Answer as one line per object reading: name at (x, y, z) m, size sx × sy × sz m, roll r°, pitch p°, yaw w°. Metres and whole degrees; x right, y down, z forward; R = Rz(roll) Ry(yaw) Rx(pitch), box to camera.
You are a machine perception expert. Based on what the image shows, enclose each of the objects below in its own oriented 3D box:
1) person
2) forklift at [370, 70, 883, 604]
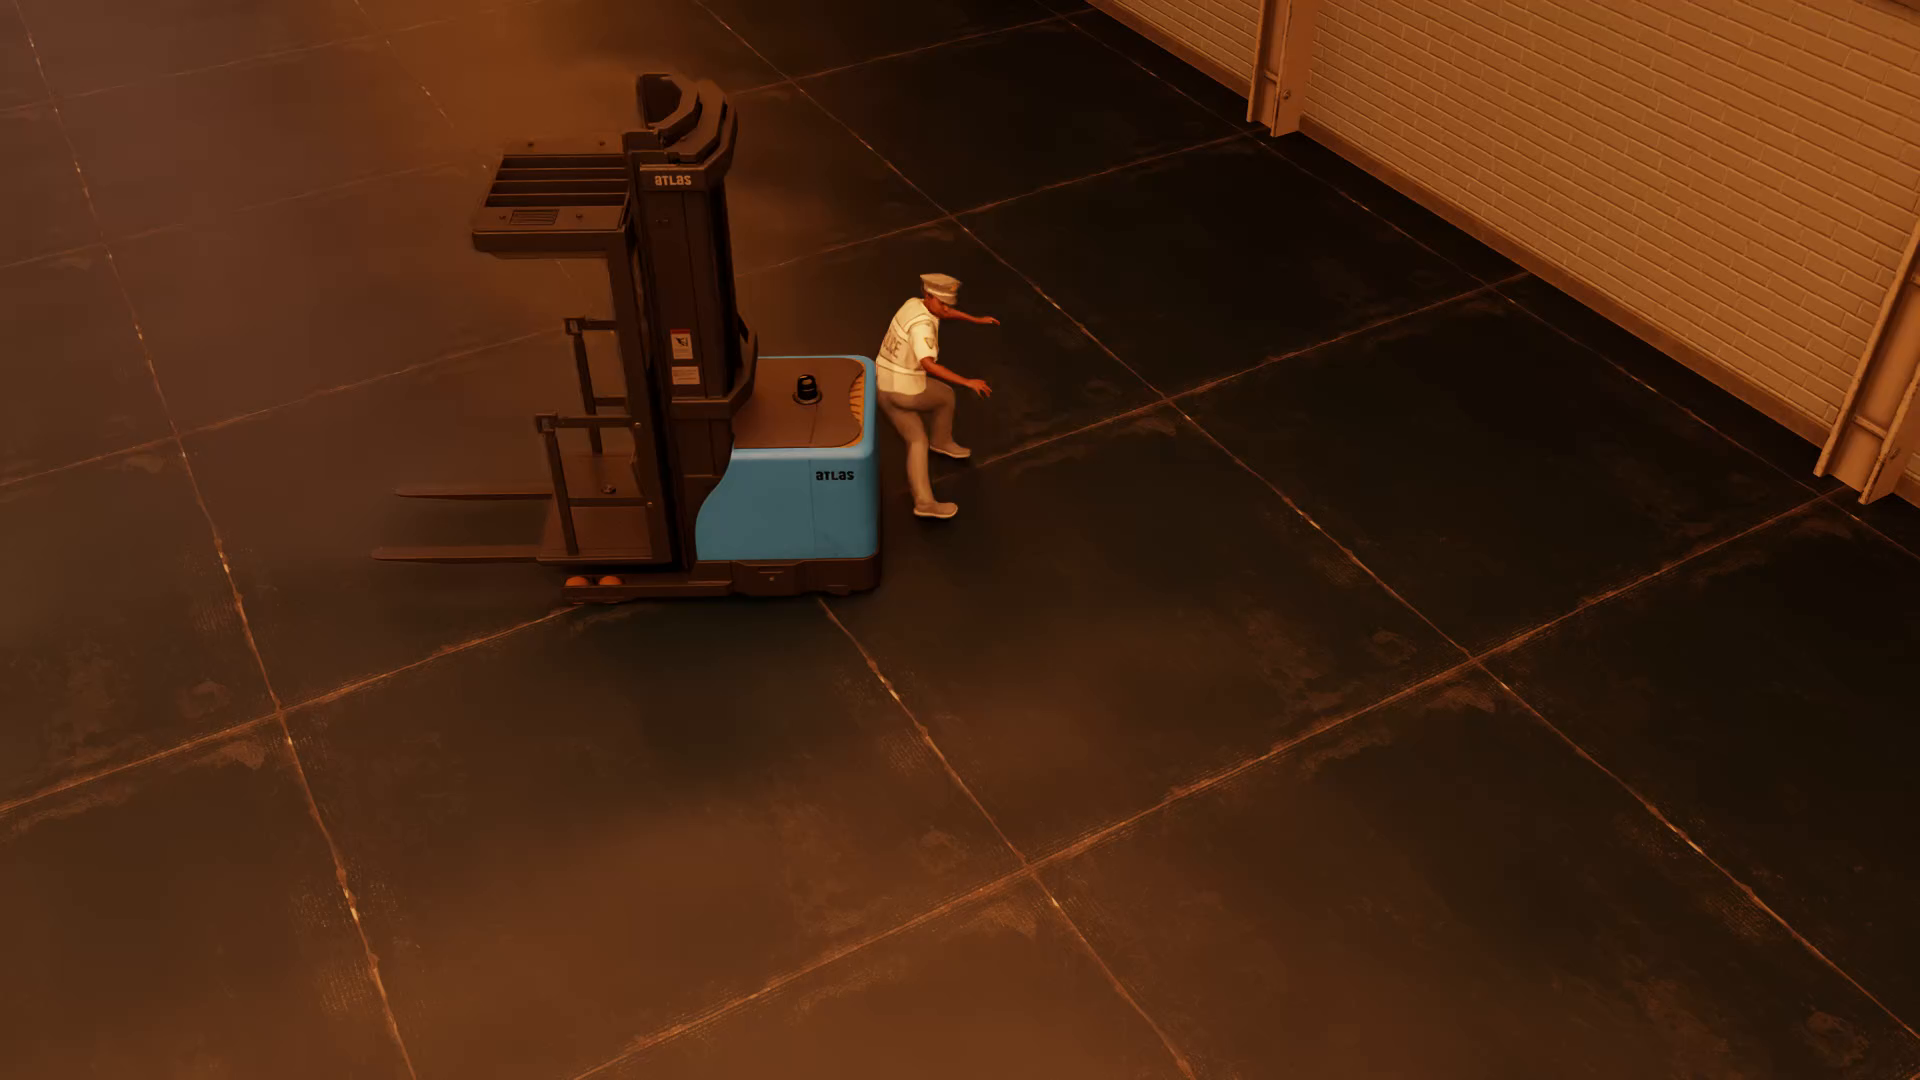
person at (-0.059, -0.959, 10.378) m, size 0.987 × 1.453 × 0.886 m, roll -27°, pitch 47°, yaw -28°
forklift at (-1.995, -1.090, 9.350) m, size 3.031 × 2.935 × 1.130 m, roll -1°, pitch 40°, yaw -1°
